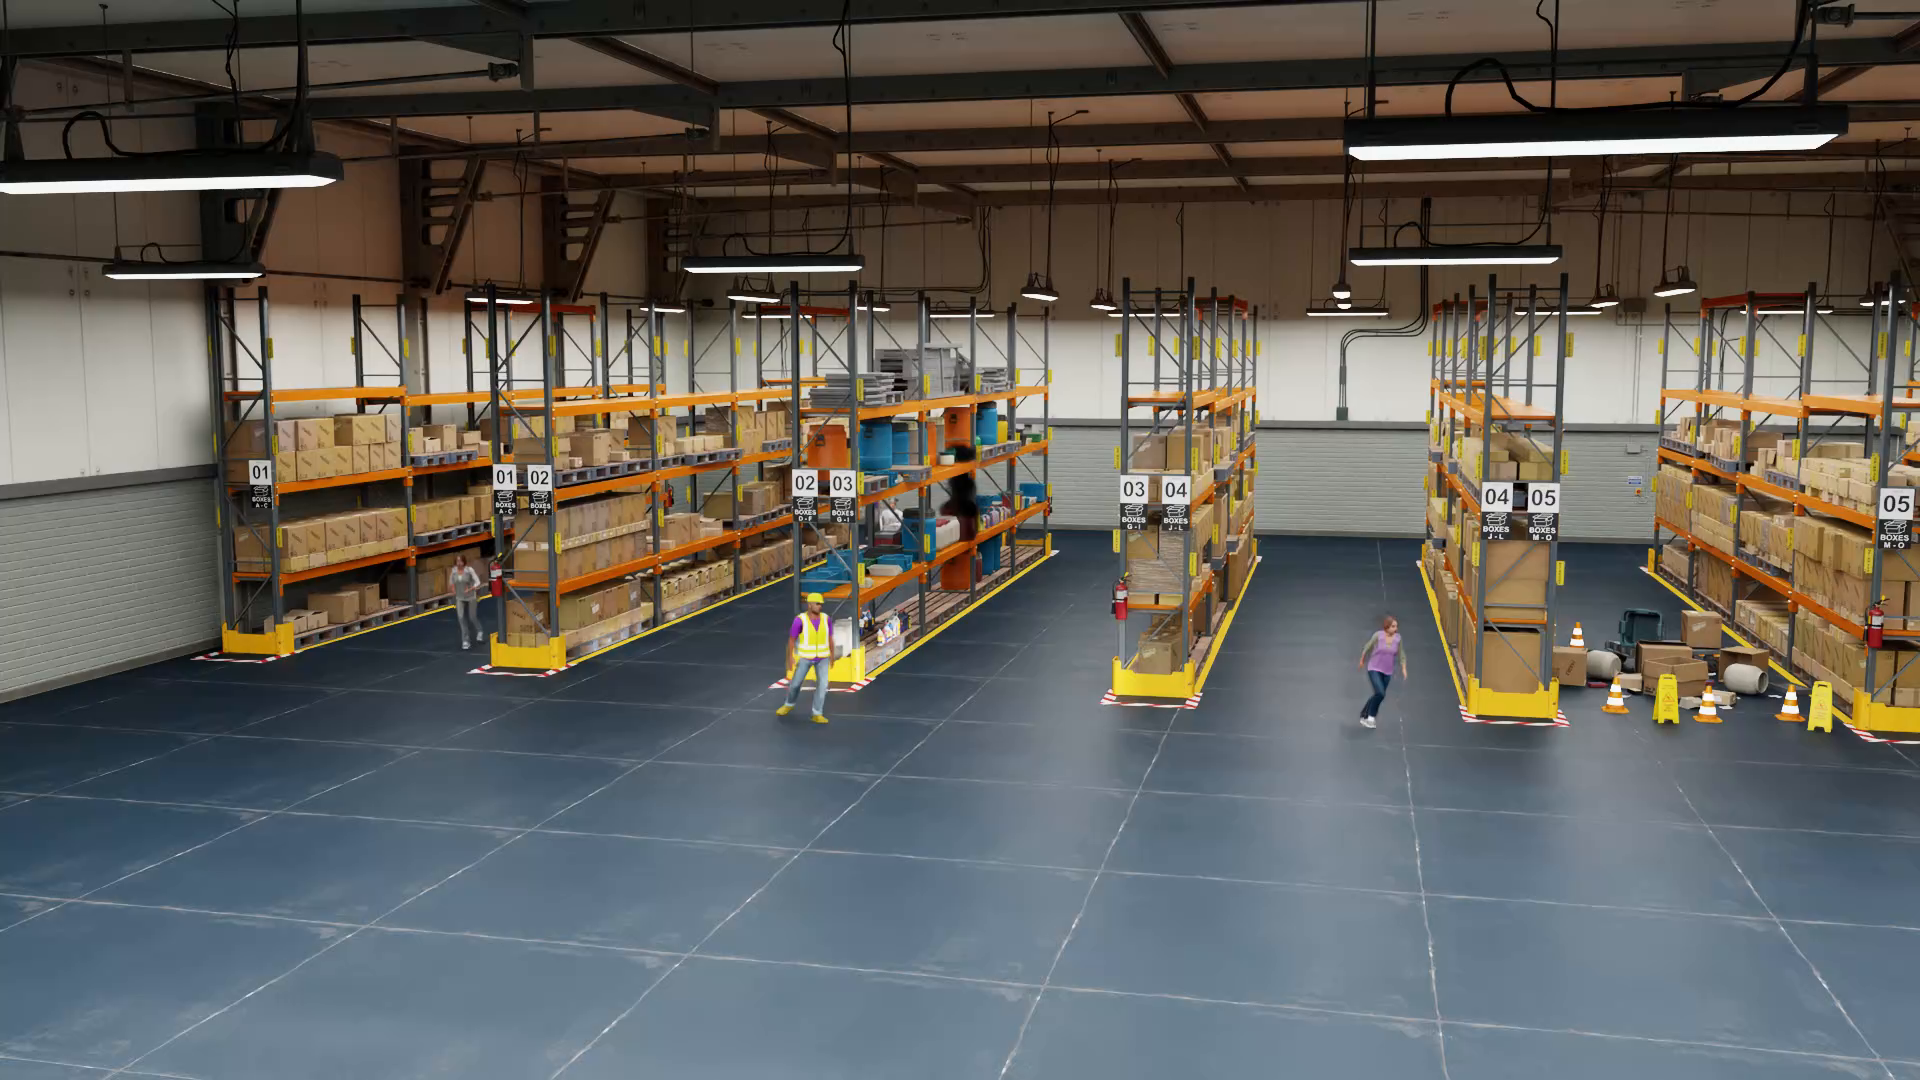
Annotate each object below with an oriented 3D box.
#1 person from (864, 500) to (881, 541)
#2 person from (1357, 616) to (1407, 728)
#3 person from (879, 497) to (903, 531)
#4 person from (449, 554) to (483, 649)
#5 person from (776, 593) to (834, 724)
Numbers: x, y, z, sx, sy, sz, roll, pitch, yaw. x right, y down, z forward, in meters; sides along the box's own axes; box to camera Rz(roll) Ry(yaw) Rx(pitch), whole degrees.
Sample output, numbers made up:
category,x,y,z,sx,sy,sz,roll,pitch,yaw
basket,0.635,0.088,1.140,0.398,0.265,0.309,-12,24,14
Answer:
category,x,y,z,sx,sy,sz,roll,pitch,yaw
person,-2.255,-0.715,42.640,0.543,1.716,0.849,-2,7,-20
person,5.566,1.733,21.817,0.462,1.533,0.749,-2,7,-15
person,-1.545,-0.117,37.310,0.585,1.717,0.686,0,7,4
person,-8.331,1.001,27.985,0.544,1.570,0.825,0,7,-3
person,-2.079,1.571,22.383,0.770,1.751,0.616,-2,7,-19
